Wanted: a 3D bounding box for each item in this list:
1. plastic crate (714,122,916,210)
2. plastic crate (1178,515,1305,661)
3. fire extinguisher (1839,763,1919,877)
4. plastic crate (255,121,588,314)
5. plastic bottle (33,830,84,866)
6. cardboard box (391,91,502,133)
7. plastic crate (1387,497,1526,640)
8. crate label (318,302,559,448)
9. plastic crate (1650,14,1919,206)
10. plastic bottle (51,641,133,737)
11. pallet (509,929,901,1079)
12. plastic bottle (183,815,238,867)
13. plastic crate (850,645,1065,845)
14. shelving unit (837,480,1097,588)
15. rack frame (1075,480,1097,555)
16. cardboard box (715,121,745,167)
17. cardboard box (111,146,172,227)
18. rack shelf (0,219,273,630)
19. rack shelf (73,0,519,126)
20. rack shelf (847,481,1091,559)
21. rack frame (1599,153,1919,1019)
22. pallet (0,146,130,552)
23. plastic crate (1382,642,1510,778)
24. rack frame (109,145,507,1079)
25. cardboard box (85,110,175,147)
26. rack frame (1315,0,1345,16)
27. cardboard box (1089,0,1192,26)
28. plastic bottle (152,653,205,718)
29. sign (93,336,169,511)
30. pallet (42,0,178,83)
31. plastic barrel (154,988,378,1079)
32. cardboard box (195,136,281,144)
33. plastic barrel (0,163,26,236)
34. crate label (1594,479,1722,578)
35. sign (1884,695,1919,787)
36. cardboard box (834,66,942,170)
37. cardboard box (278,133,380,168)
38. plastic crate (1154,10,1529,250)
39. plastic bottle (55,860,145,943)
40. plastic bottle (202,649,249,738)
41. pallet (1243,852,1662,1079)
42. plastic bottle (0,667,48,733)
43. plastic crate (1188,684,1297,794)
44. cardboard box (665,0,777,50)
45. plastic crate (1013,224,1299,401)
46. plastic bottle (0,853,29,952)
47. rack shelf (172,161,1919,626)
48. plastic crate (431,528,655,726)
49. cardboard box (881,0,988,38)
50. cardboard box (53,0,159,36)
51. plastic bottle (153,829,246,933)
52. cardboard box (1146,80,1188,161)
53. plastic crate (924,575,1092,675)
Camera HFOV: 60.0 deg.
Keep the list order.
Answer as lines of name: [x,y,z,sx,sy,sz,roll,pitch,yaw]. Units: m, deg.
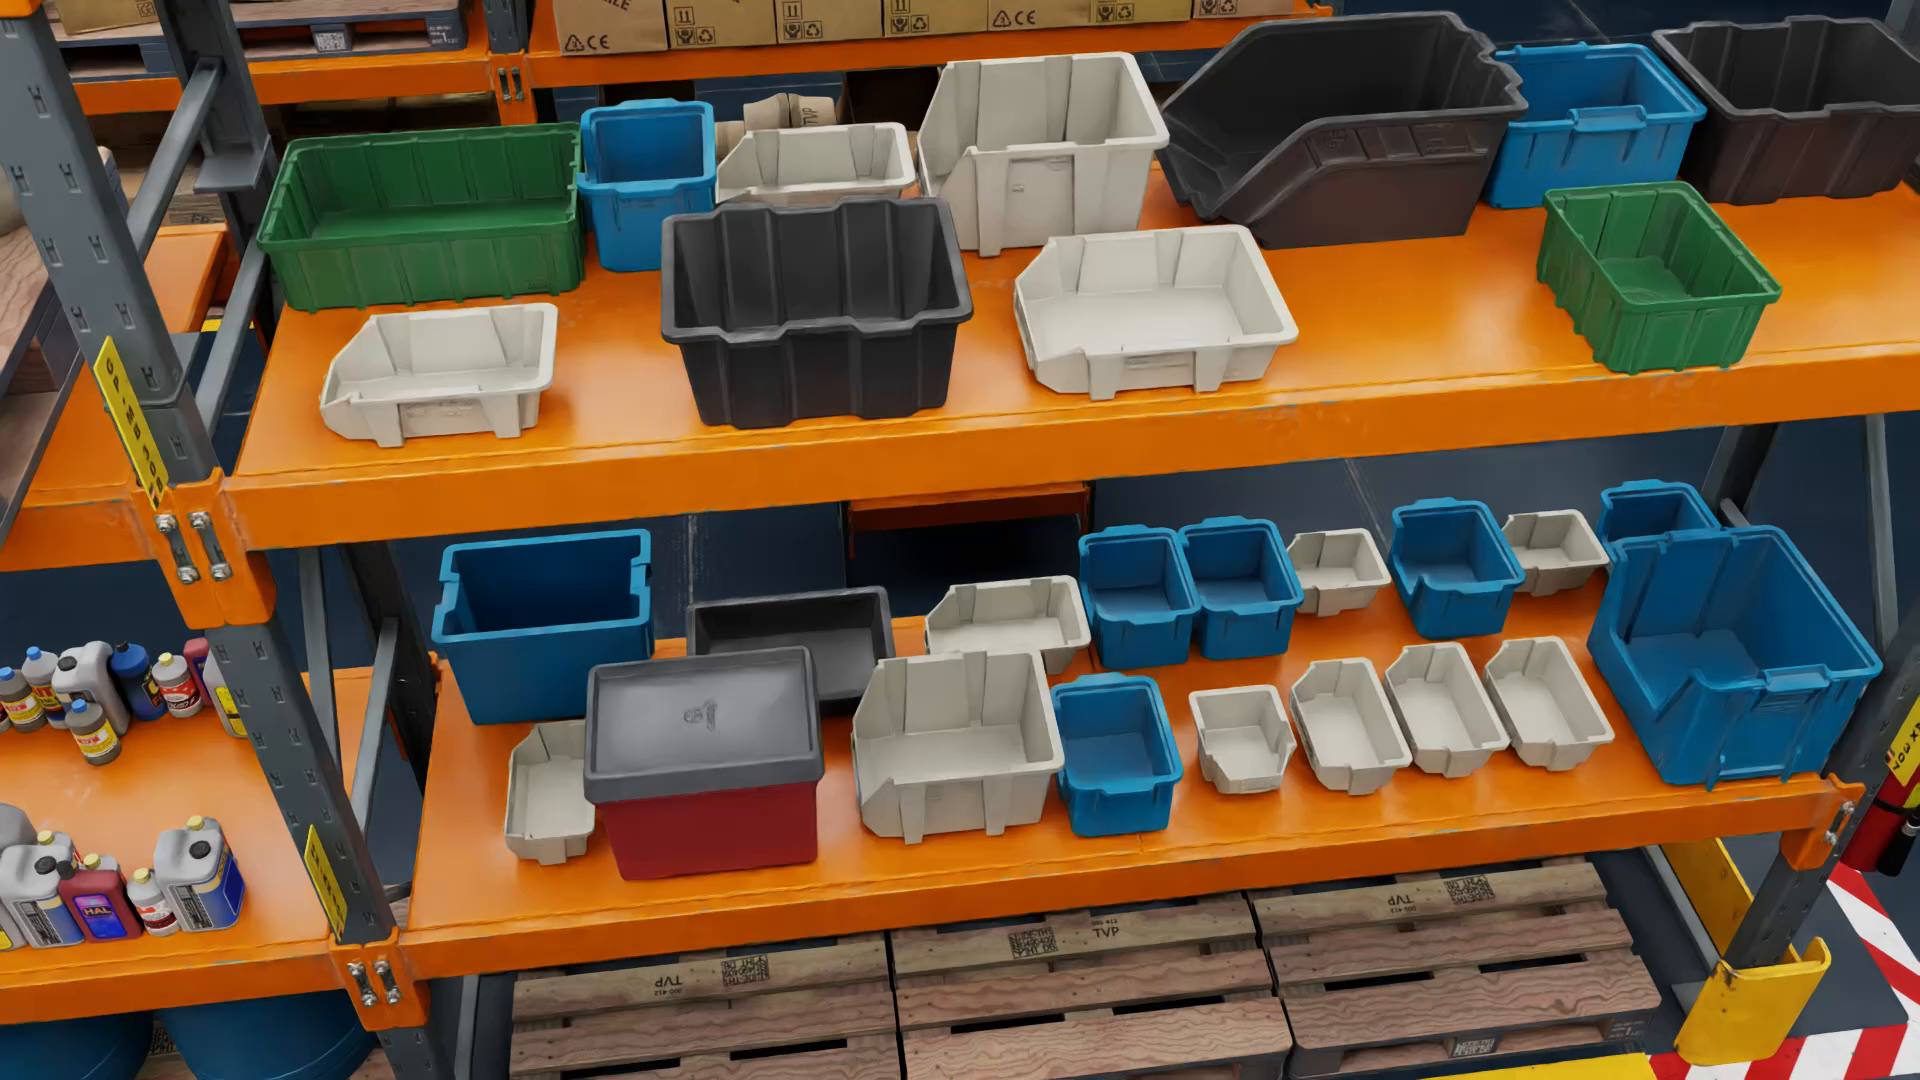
plastic crate: [-0.346,-0.834,3.892,0.466,0.136,0.293,-5,42,-6]
plastic crate: [0.815,0.155,4.919,0.300,0.233,0.416,-5,42,-6]
fire extinguisher: [2.616,0.654,4.622,0.183,0.674,0.296,-5,42,-6]
plastic crate: [-1.177,-0.727,3.735,0.662,0.188,0.450,-5,42,-6]
plastic bottle: [-2.304,0.819,4.251,0.097,0.201,0.097,0,42,0]
cardboard box: [-2.708,-2.100,8.876,0.500,0.500,0.500,-7,42,-7]
plastic crate: [1.468,0.098,4.982,0.300,0.233,0.416,-5,42,-6]
crate label: [-1.036,-0.321,3.324,0.466,0.136,0.293,-5,42,-6]
plastic crate: [1.990,-1.019,3.998,0.590,0.269,0.497,-5,42,-6]
plastic bottle: [-2.429,0.410,4.648,0.135,0.276,0.152,-5,42,-6]
pallet: [-0.834,1.491,5.439,1.213,0.211,1.003,-5,42,-6]
plastic bottle: [-1.942,0.787,4.286,0.097,0.201,0.097,0,42,0]
plastic crate: [-0.020,0.557,4.437,0.530,0.282,0.437,-5,42,-6]
shelving unit: [0.007,-0.418,6.874,1.048,1.125,0.538,-5,42,-6]
rack frame: [0.511,-0.462,6.923,0.032,1.125,0.500,-5,42,-6]
cardboard box: [-1.305,-2.160,9.205,0.250,0.149,0.380,-5,42,-6]
cardboard box: [-4.141,-1.620,8.345,0.500,0.500,0.500,-6,42,-7]
rack shelf: [-3.541,-0.128,3.450,4.000,0.370,1.077,-5,42,-6]
rack shelf: [-4.180,-2.304,8.102,4.000,0.370,1.077,-5,42,-6]
rack shelf: [0.007,-0.237,7.038,1.000,0.278,0.538,-5,42,-6]
rack frame: [2.408,0.198,4.791,0.127,3.000,1.000,-5,42,-6]
pallet: [-2.323,-0.365,3.317,1.003,0.211,1.213,-5,42,-6]
plastic crate: [1.334,0.480,4.630,0.243,0.136,0.396,-5,42,-6]
rack frame: [-1.558,0.545,4.406,0.127,3.000,1.000,-5,42,-6]
cardboard box: [-4.197,-2.247,8.480,0.500,0.250,0.500,-6,42,-6]
rack frame: [1.769,-3.092,8.438,0.127,3.000,1.000,-5,42,-6]
cardboard box: [0.847,-2.862,8.109,0.500,0.500,0.500,-5,42,-5]
plastic bottle: [-2.221,0.401,4.714,0.097,0.201,0.097,0,42,0]
sign: [-1.489,-0.206,2.993,0.005,0.325,0.100,-5,42,-6]
pallet: [-4.235,-2.498,7.923,1.213,0.211,1.003,-5,42,-6]
plastic barrel: [-2.100,1.205,4.928,0.708,0.901,0.600,-5,42,-6]
cardboard box: [-3.732,-2.007,8.774,0.500,0.500,0.500,-5,42,-5]
plastic barrel: [-2.113,-0.896,3.349,0.433,0.535,0.433,0,42,0]
crate label: [2.121,0.041,5.046,0.303,0.233,0.416,-5,42,-6]
sign: [2.495,0.501,4.333,0.005,0.325,0.100,-5,42,-6]
cardboard box: [-0.335,-2.148,8.927,0.637,0.503,0.797,-5,42,-6]
cardboard box: [-3.140,-1.709,8.443,0.500,0.500,0.500,-5,42,-5]
plastic crate: [0.857,-0.943,3.862,0.767,0.338,0.504,-5,42,-6]
plastic bottle: [-2.131,0.888,4.113,0.133,0.283,0.061,-5,42,-6]
plastic bottle: [-1.989,0.382,4.623,0.185,0.351,0.144,-5,42,-6]
pallet: [1.585,1.279,5.674,1.213,0.211,1.003,-5,42,-6]
plastic bottle: [-2.644,0.438,4.673,0.097,0.201,0.097,0,42,0]
plastic crate: [0.770,0.559,4.543,0.250,0.136,0.298,-5,42,-6]
cardboard box: [-1.149,-2.692,7.920,0.500,0.500,0.500,-4,42,-5]
plastic crate: [0.391,-0.474,3.493,0.530,0.136,0.437,-5,42,-6]
plastic bottle: [-2.427,0.861,4.093,0.185,0.351,0.144,-5,42,-6]
rack shelf: [0.425,-0.475,3.835,4.000,0.370,1.077,-5,42,-6]
plastic crate: [-1.140,0.262,4.687,0.575,0.384,0.392,-5,42,-6]
cardboard box: [-0.148,-2.779,8.016,0.500,0.500,0.500,-6,42,-6]
cardboard box: [-3.941,-2.743,7.664,0.500,0.500,0.700,-15,44,-16]
plastic bottle: [-1.907,0.840,4.171,0.135,0.276,0.152,-5,42,-6]
cardboard box: [1.262,-2.116,8.895,0.500,0.500,0.500,-5,42,-6]
plastic crate: [0.129,0.270,4.863,0.466,0.136,0.293,-5,42,-6]
